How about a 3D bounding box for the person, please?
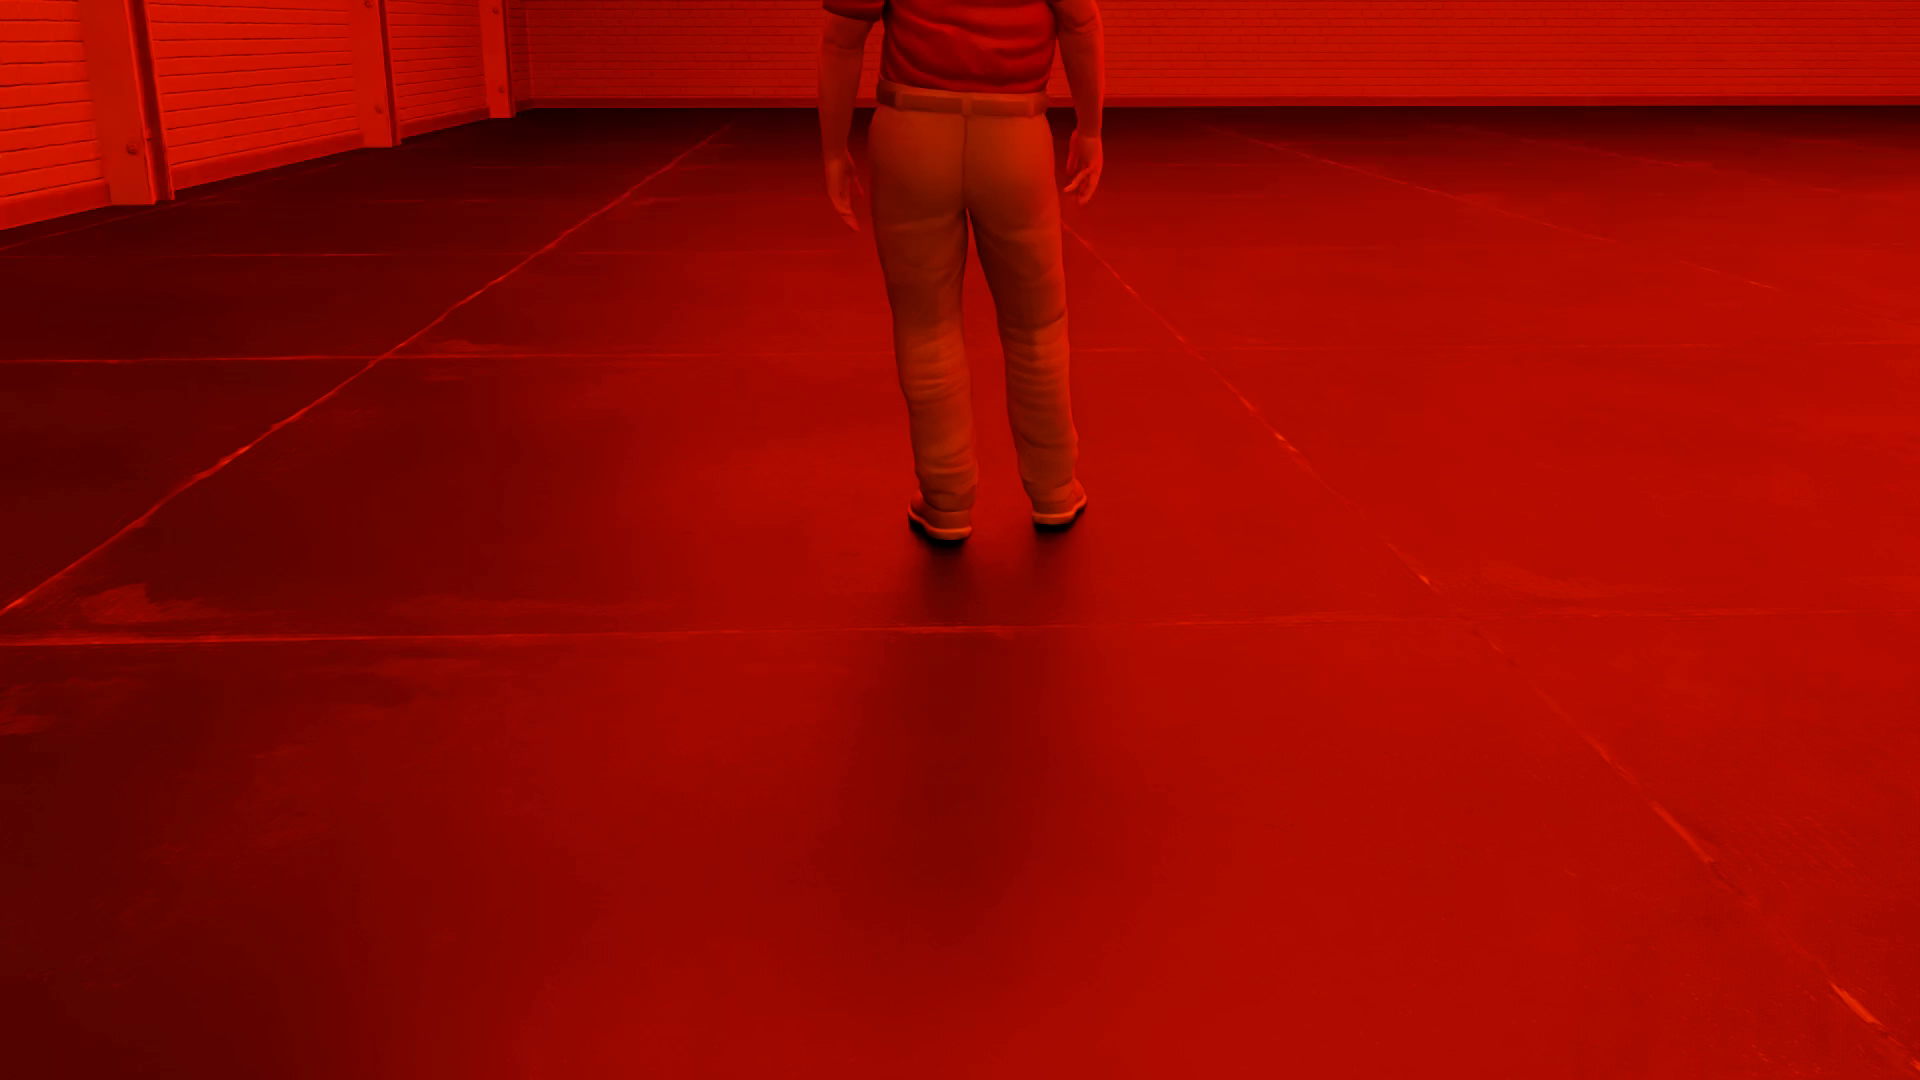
[{"bbox_3d":[0.008,-0.860,3.749,0.640,1.727,0.551,-1,17,-3],"label":"person"}]
